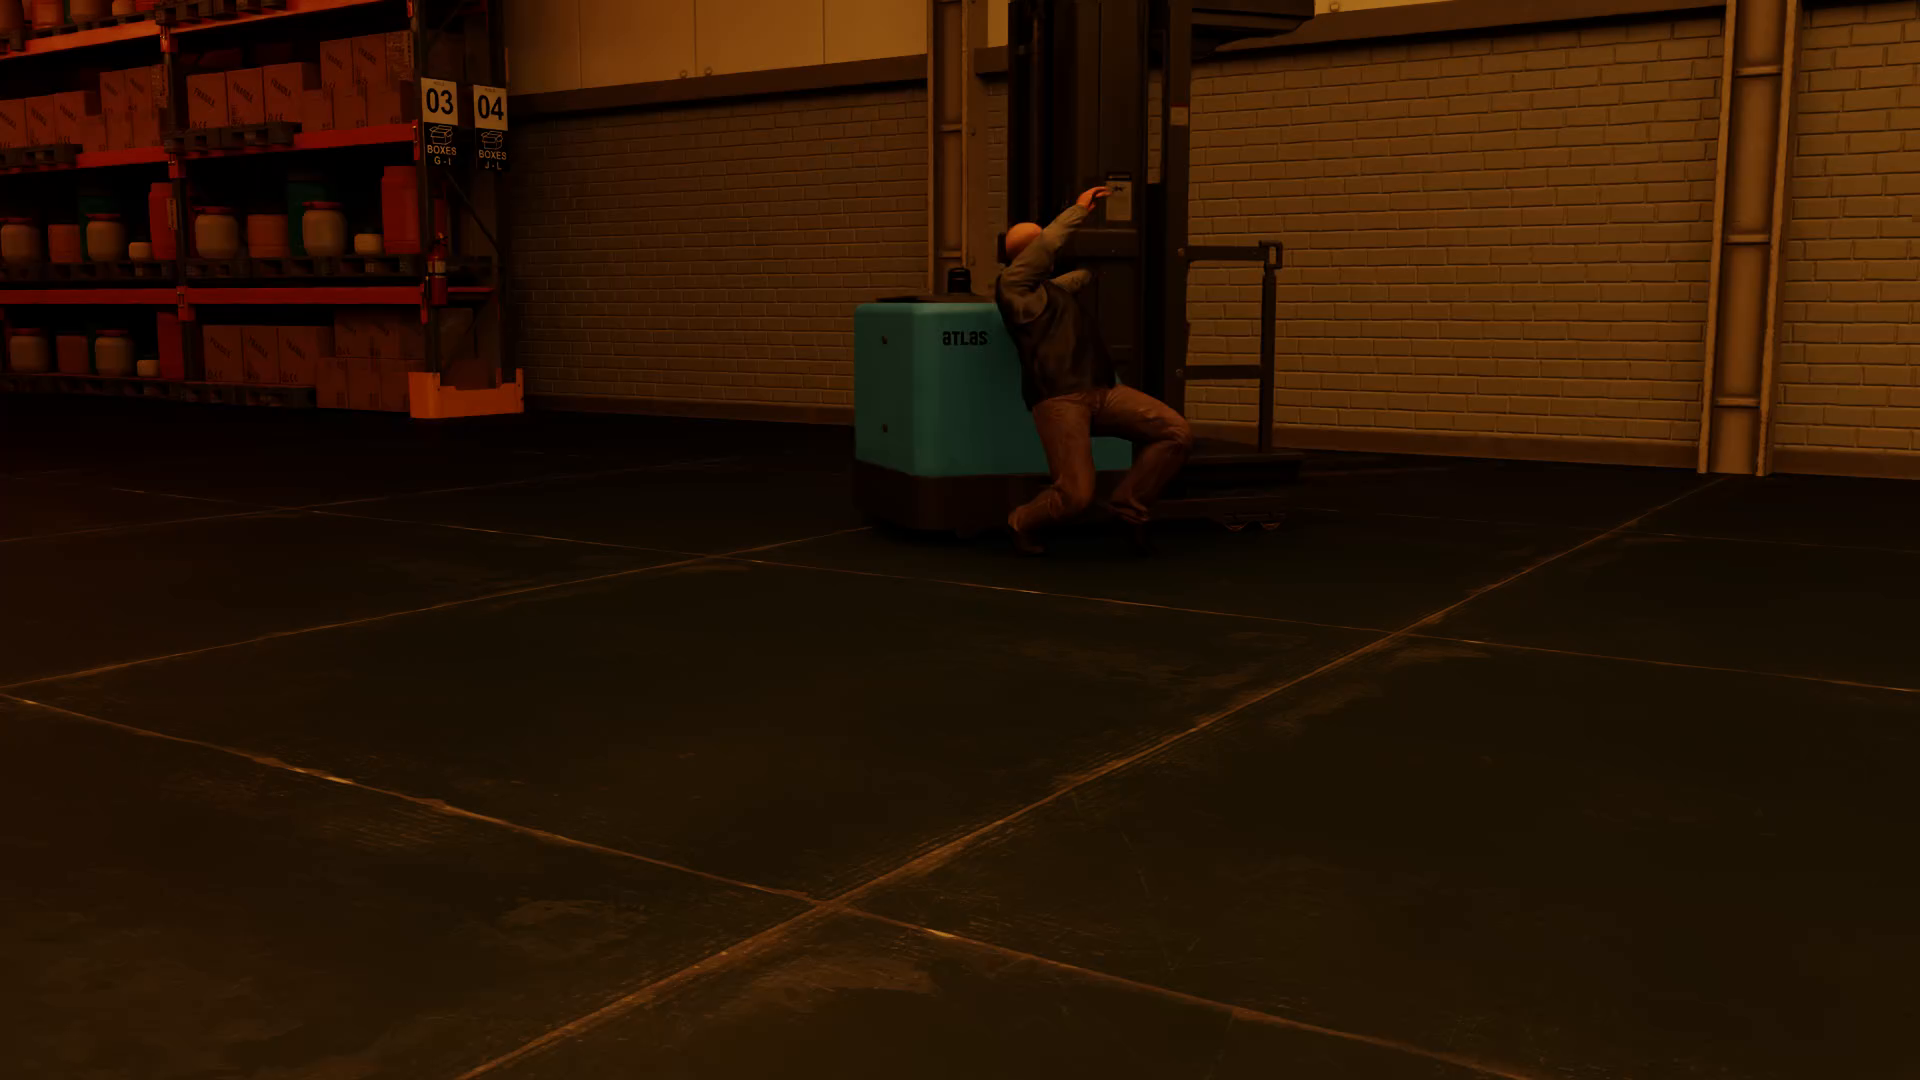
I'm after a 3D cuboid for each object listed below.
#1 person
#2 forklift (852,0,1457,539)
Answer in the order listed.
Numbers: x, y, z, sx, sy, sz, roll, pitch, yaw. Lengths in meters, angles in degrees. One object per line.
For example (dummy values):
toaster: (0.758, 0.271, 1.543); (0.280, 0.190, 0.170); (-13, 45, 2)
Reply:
person: (0.660, -0.708, 7.189); (0.852, 1.584, 1.079); (5, 10, 33)
forklift: (1.037, -1.562, 8.177); (3.031, 2.935, 1.130); (-3, 9, -21)
